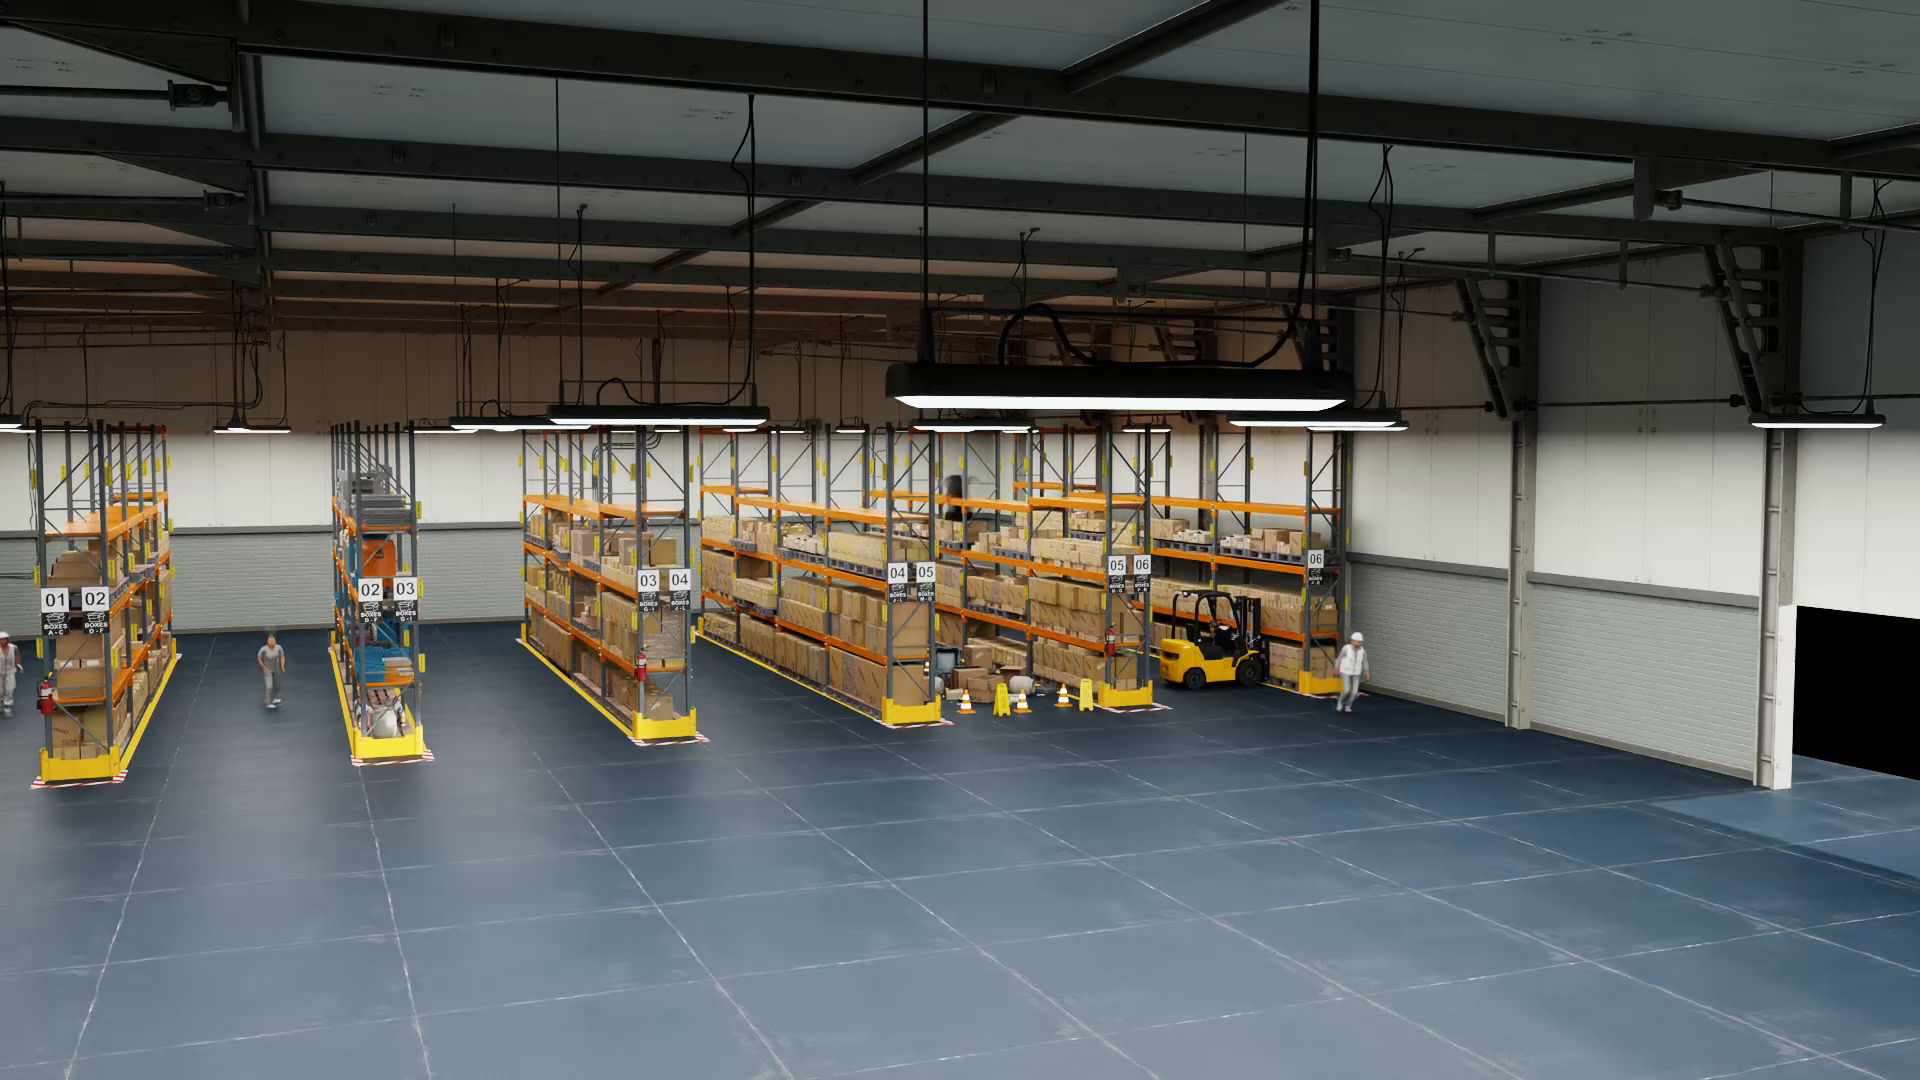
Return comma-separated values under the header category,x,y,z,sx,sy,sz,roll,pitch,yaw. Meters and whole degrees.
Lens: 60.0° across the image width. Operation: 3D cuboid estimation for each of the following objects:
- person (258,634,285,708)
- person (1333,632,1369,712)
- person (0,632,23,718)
category,x,y,z,sx,sy,sz,roll,pitch,yaw
person,-14.536,2.745,35.053,0.579,1.577,0.779,-3,5,-43
person,8.074,2.724,34.234,0.632,1.680,0.681,-1,4,-10
person,-19.524,2.731,33.957,0.668,1.746,0.890,-3,4,-36
